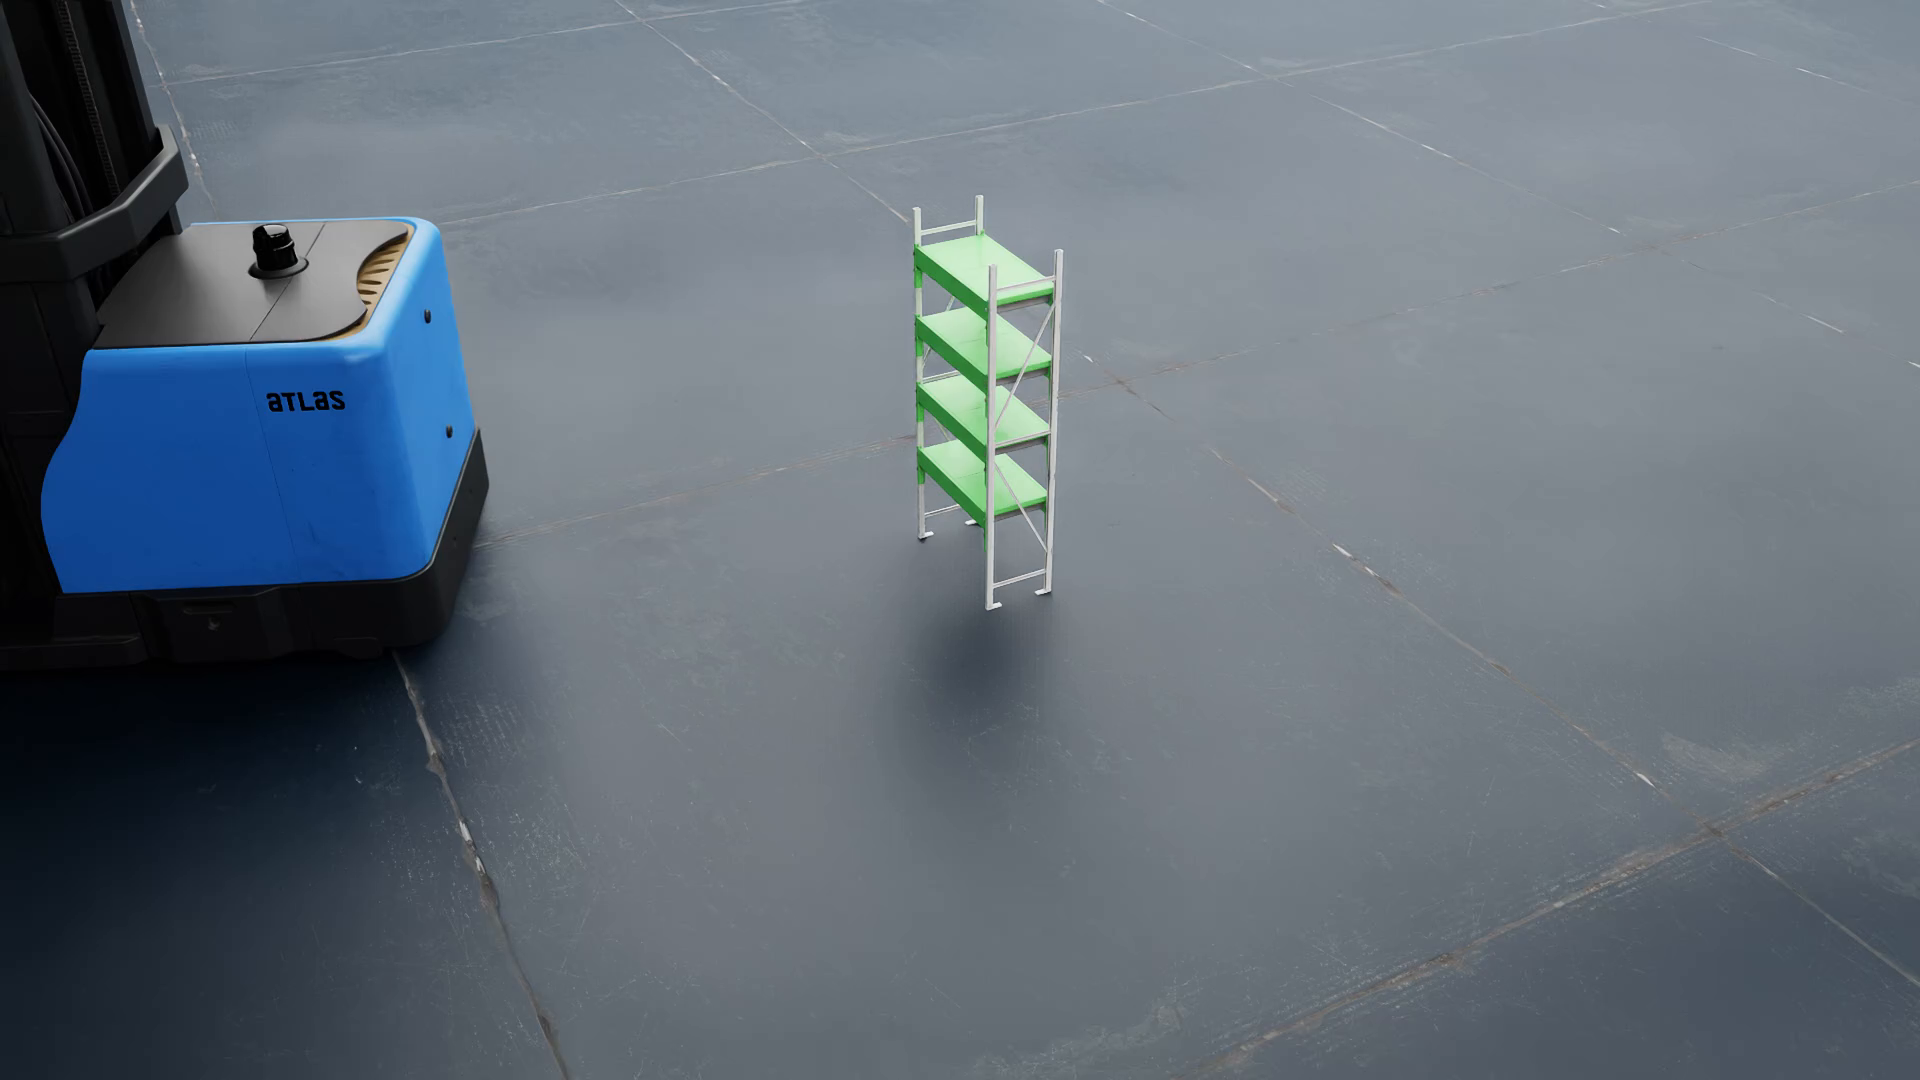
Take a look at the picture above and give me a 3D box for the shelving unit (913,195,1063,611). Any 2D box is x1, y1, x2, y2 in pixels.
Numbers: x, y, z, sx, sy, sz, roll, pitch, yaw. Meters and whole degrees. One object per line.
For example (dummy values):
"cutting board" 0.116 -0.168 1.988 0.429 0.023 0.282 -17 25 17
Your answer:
"shelving unit" 0.077 -0.426 5.303 0.258 1.200 0.503 -16 36 -23

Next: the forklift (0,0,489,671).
"forklift" -3.149 -1.069 4.701 3.031 2.935 1.130 -2 33 -4

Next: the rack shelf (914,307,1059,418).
"rack shelf" 0.077 -0.575 5.208 0.258 0.148 0.480 -16 36 -23

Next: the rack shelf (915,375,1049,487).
"rack shelf" 0.077 -0.372 5.337 0.258 0.148 0.480 -16 36 -23

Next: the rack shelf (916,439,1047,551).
"rack shelf" 0.077 -0.170 5.467 0.258 0.148 0.480 -16 36 -23

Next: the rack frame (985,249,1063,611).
"rack frame" 0.191 -0.310 5.121 0.240 1.200 0.015 -16 36 -23

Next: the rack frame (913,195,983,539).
"rack frame" -0.037 -0.543 5.485 0.240 1.200 0.015 -16 36 -23

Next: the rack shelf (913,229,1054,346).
"rack shelf" 0.077 -0.777 5.079 0.258 0.148 0.480 -16 36 -23
